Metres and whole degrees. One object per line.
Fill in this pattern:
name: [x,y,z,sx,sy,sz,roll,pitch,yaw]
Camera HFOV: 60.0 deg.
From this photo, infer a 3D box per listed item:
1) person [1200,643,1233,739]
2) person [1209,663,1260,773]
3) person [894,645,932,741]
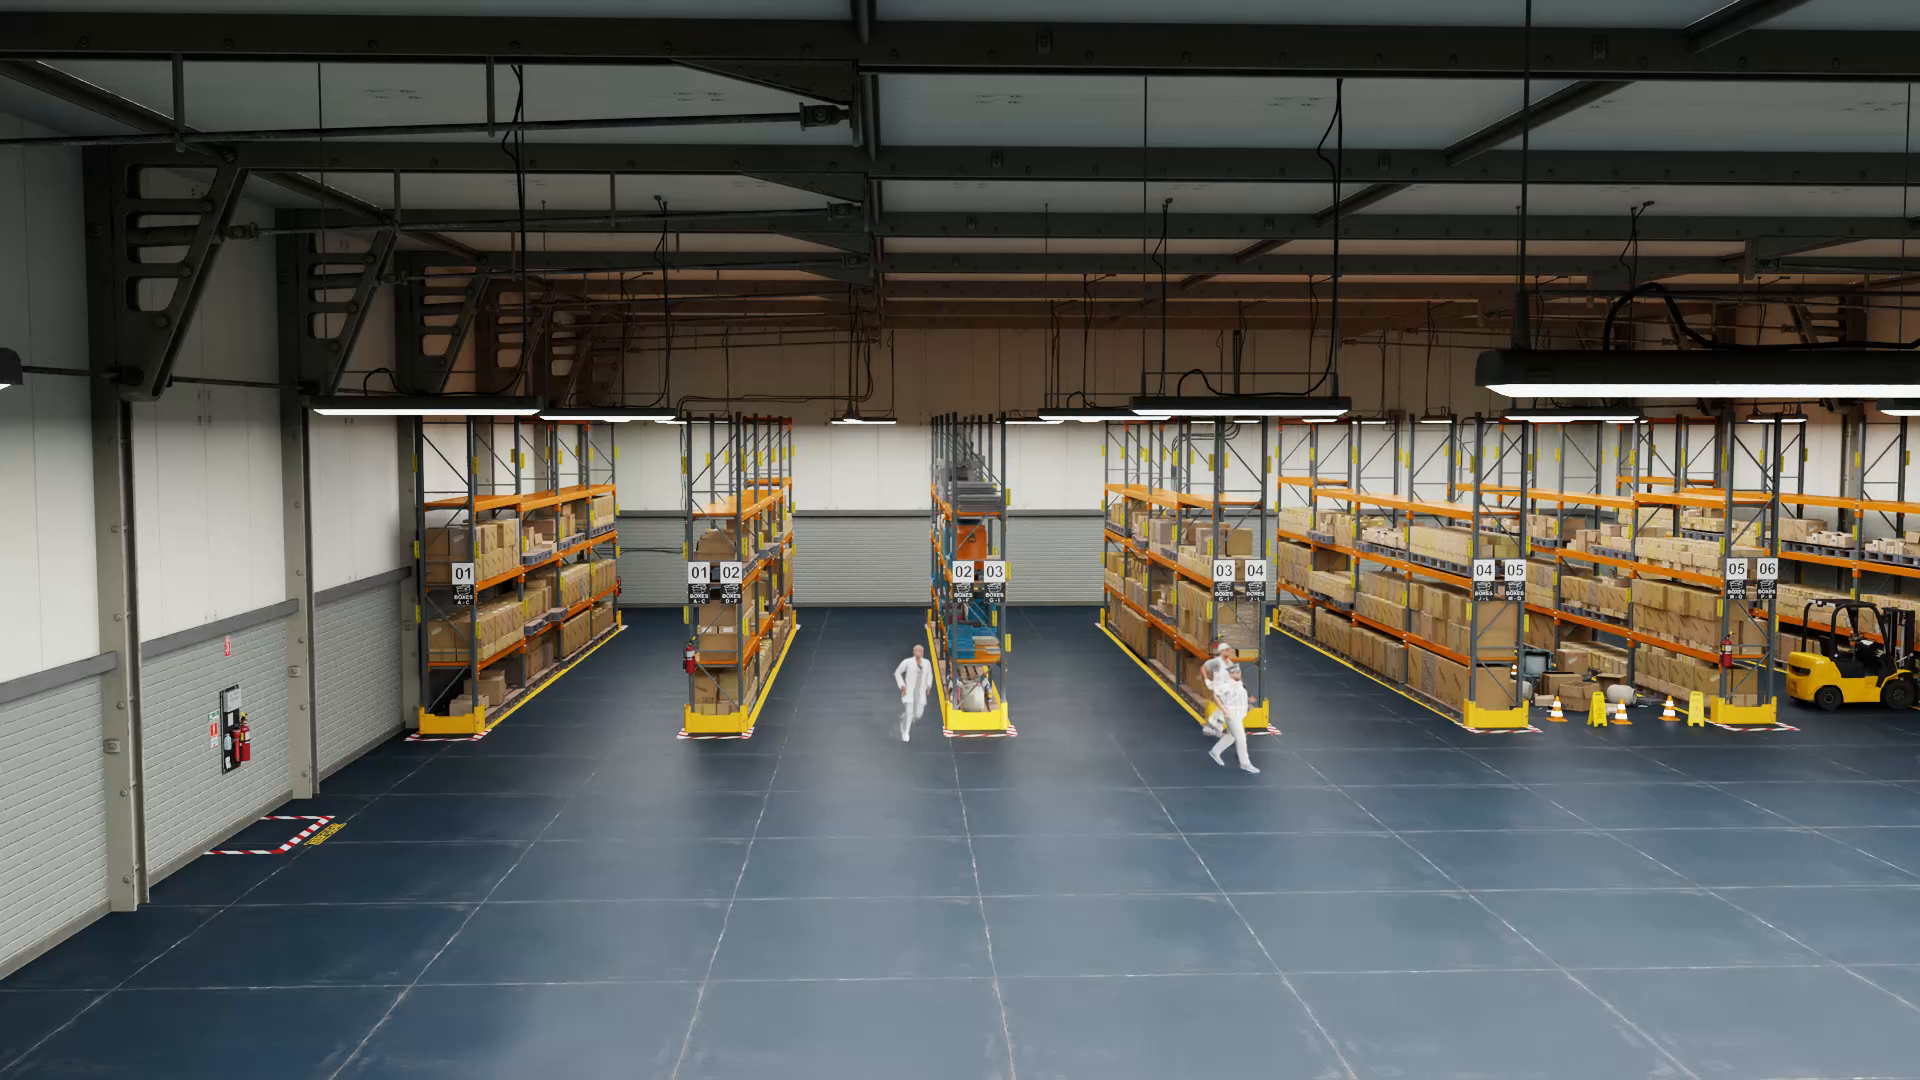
person: [4.791,2.768,30.494,0.676,1.752,0.695,3,5,39]
person: [4.562,2.932,27.654,0.966,1.767,0.666,2,5,32]
person: [-0.847,2.795,30.650,0.762,1.727,0.613,-2,4,-24]
